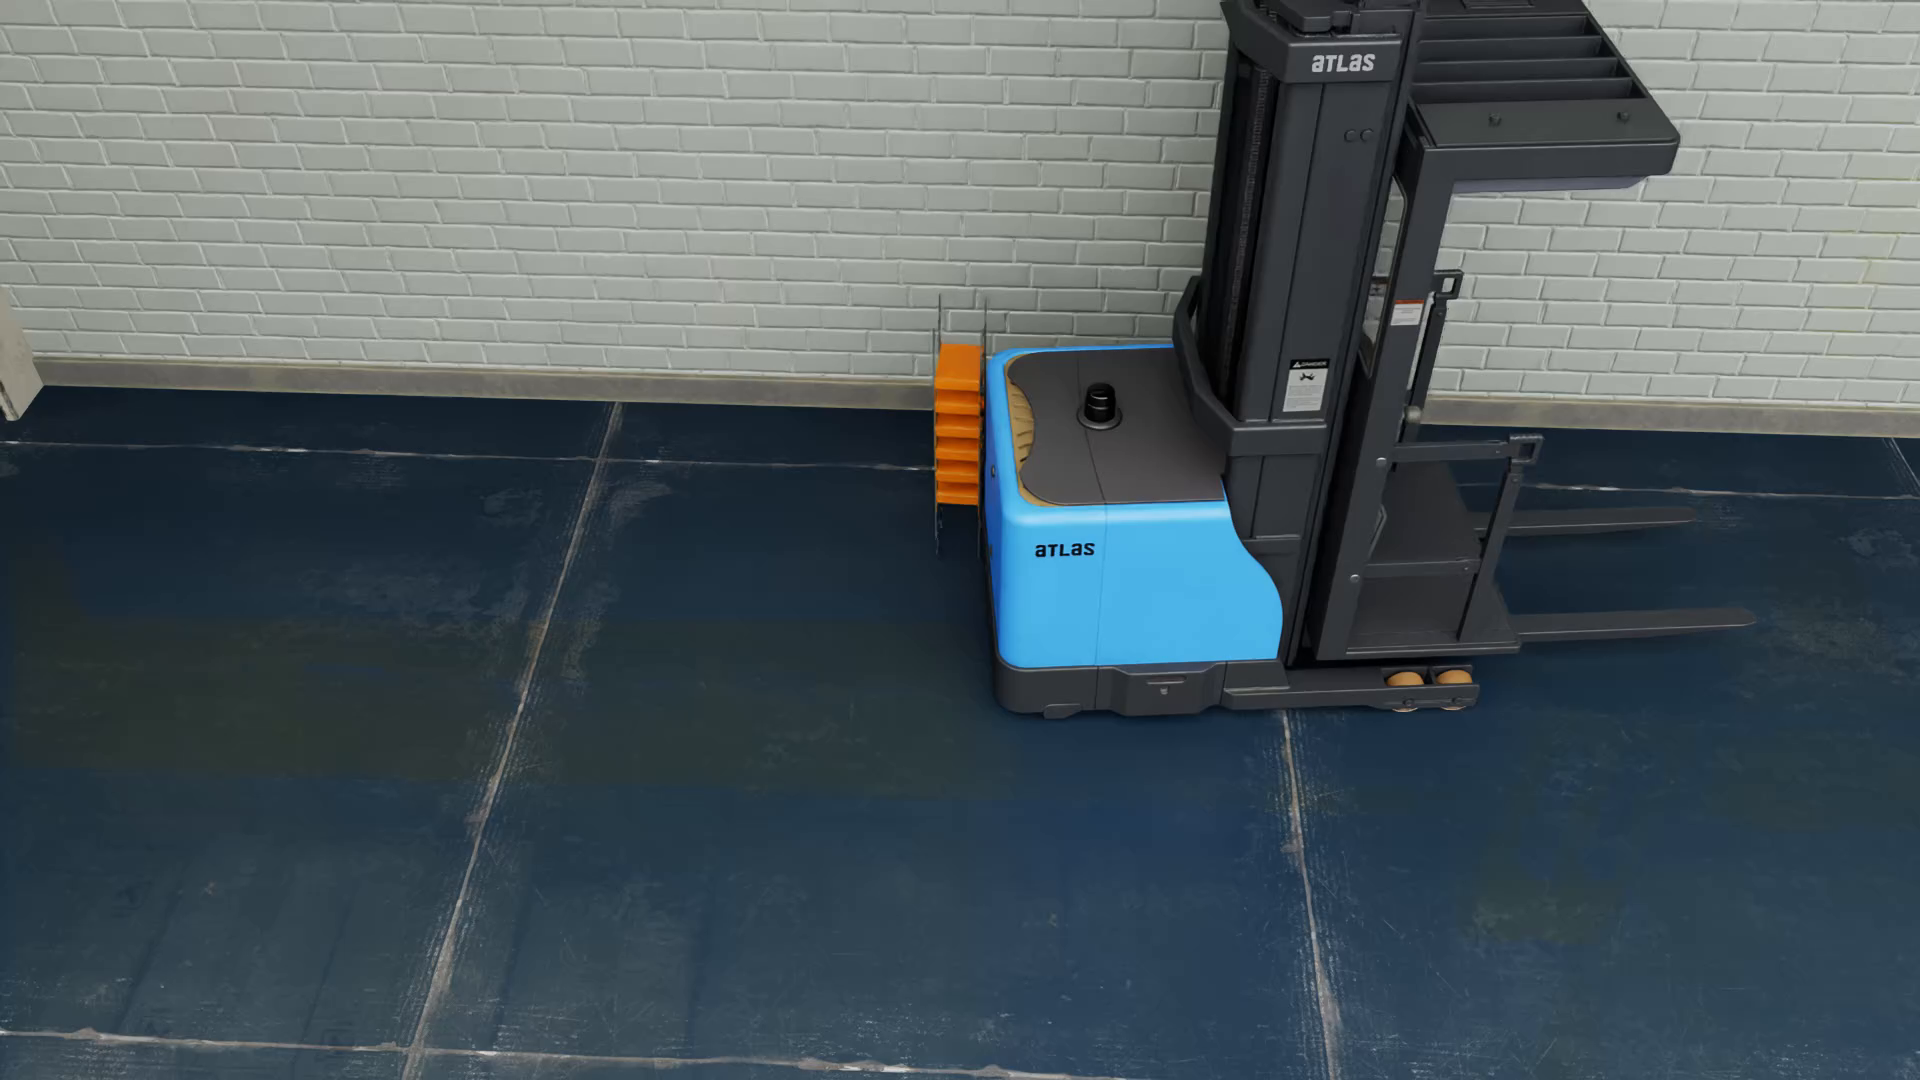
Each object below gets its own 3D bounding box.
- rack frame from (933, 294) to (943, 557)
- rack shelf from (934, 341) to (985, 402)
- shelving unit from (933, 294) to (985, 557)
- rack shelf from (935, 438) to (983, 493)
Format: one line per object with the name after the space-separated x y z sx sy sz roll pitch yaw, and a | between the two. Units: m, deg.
-0.091 -0.447 6.849 0.006 1.200 0.240 4 43 4 | rack frame
0.000 -0.672 6.628 0.180 0.103 0.258 4 43 4 | rack shelf
-10.978 0.878 4.987 21.589 1.801 6.899 4 43 4 | shelving unit
0.000 -0.320 6.955 0.180 0.103 0.258 4 43 4 | rack shelf
